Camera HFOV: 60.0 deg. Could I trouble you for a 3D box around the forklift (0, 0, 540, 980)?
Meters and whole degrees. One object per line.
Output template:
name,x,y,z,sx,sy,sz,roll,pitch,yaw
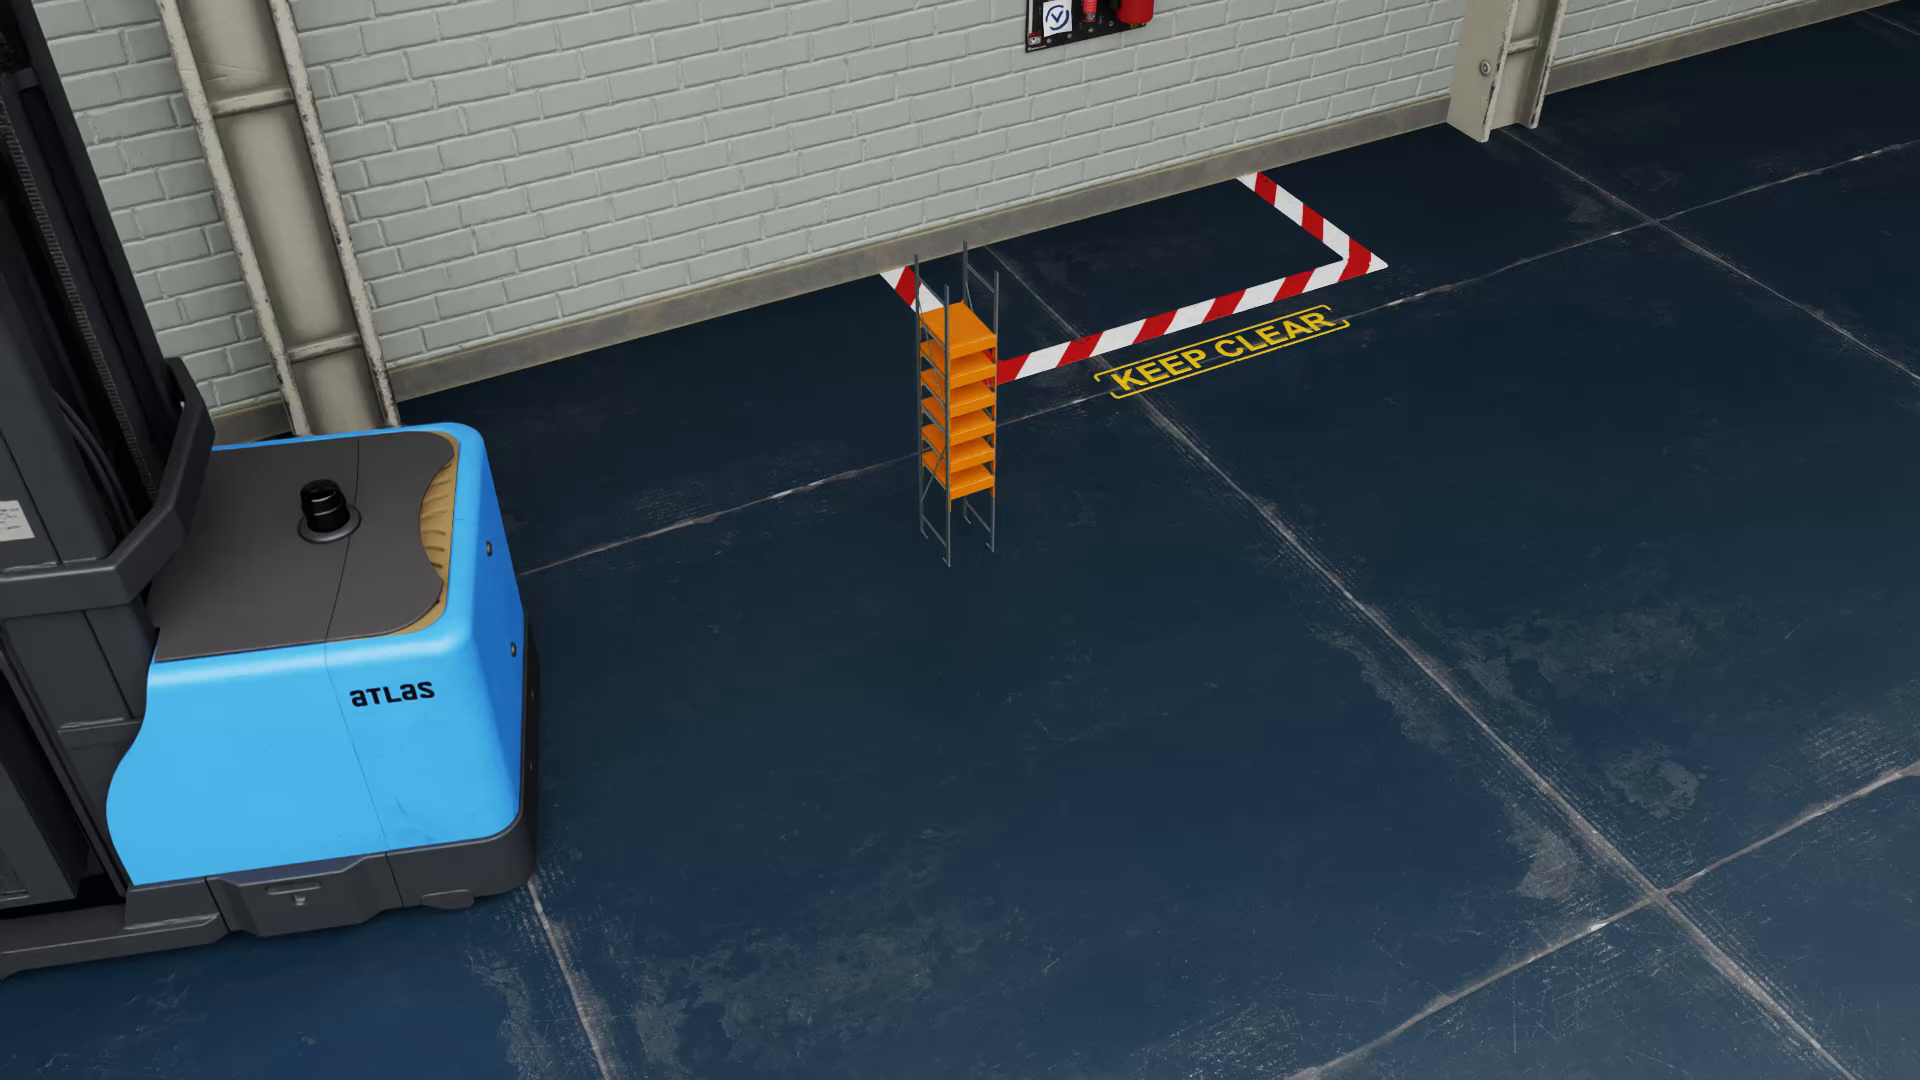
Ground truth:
forklift,-2.838,-0.192,4.208,3.031,2.935,1.130,-7,41,-8

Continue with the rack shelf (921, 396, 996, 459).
rack shelf,-0.013,-0.420,5.886,0.180,0.103,0.258,-19,44,-21

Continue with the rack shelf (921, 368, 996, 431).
rack shelf,-0.013,-0.511,5.808,0.180,0.103,0.258,-19,44,-21

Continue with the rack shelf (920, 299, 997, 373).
rack shelf,-0.013,-0.694,5.653,0.180,0.103,0.258,-19,44,-21

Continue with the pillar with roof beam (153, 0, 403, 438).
pillar with roof beam,-0.502,-1.405,0.945,0.400,9.000,9.100,-19,44,-21

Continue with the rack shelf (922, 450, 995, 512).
rack shelf,-0.013,-0.237,6.041,0.180,0.103,0.258,-19,44,-21

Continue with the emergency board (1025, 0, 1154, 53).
emergency board,0.621,-2.658,7.068,0.643,1.169,0.194,-19,44,-21

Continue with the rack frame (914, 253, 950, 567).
rack frame,-0.094,-0.426,5.825,0.006,1.200,0.240,-19,44,-21

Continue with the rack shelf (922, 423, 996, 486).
rack shelf,-0.013,-0.328,5.963,0.180,0.103,0.258,-19,44,-21

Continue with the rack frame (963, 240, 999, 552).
rack frame,0.068,-0.481,5.890,0.006,1.200,0.240,-19,44,-21

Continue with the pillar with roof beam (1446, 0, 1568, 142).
pillar with roof beam,4.819,-3.196,3.061,0.400,9.000,9.100,-19,44,-21

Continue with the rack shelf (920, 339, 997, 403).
rack shelf,-0.013,-0.603,5.731,0.180,0.103,0.258,-19,44,-21

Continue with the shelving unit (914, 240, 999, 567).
shelving unit,-0.013,-0.454,5.857,0.189,1.200,0.258,-19,44,-21

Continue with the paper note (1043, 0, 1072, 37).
paper note,0.432,-2.308,7.337,0.142,0.148,0.016,-19,44,-21
